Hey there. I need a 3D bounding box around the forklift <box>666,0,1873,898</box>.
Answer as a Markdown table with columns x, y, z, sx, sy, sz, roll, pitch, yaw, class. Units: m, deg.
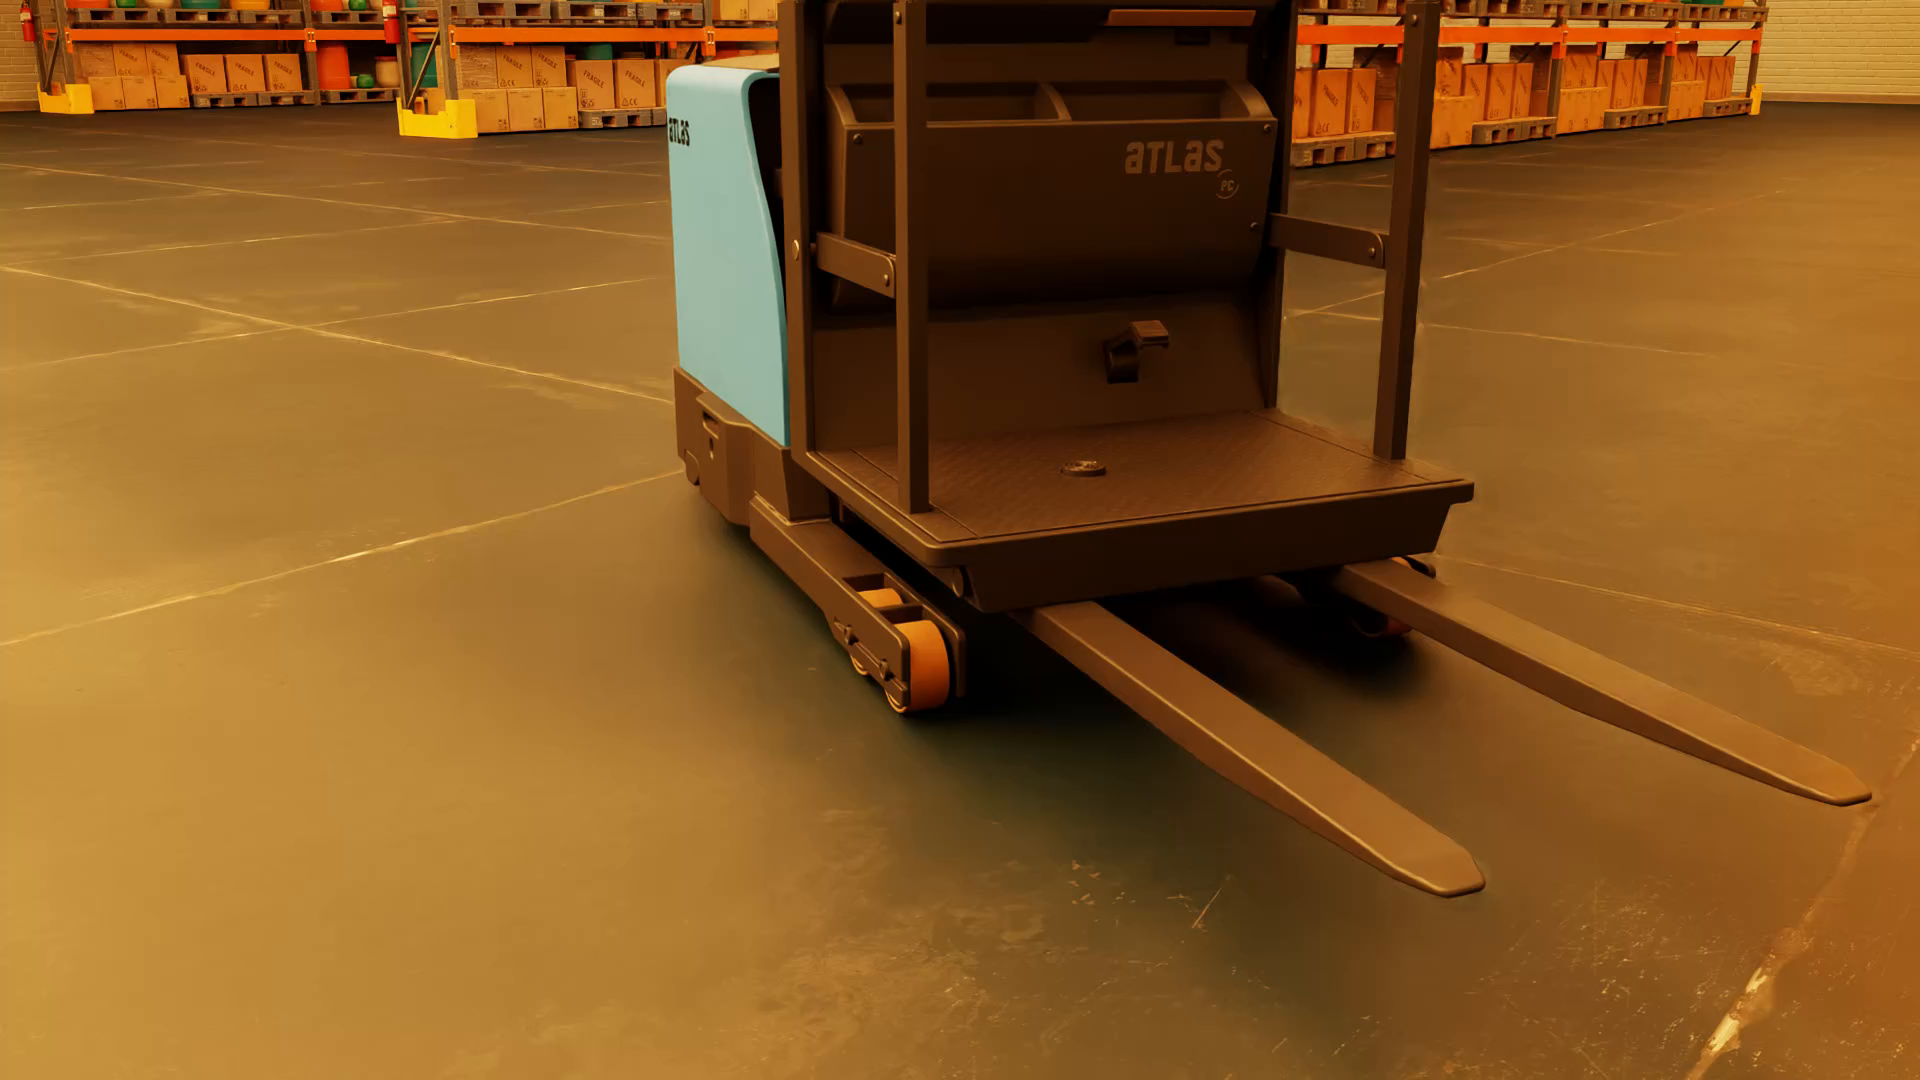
| x | y | z | sx | sy | sz | roll | pitch | yaw | class |
| --- | --- | --- | --- | --- | --- | --- | --- | --- | --- |
| 0.275 | -1.235 | 2.964 | 1.130 | 2.935 | 3.031 | -7 | 18 | -21 | forklift |
